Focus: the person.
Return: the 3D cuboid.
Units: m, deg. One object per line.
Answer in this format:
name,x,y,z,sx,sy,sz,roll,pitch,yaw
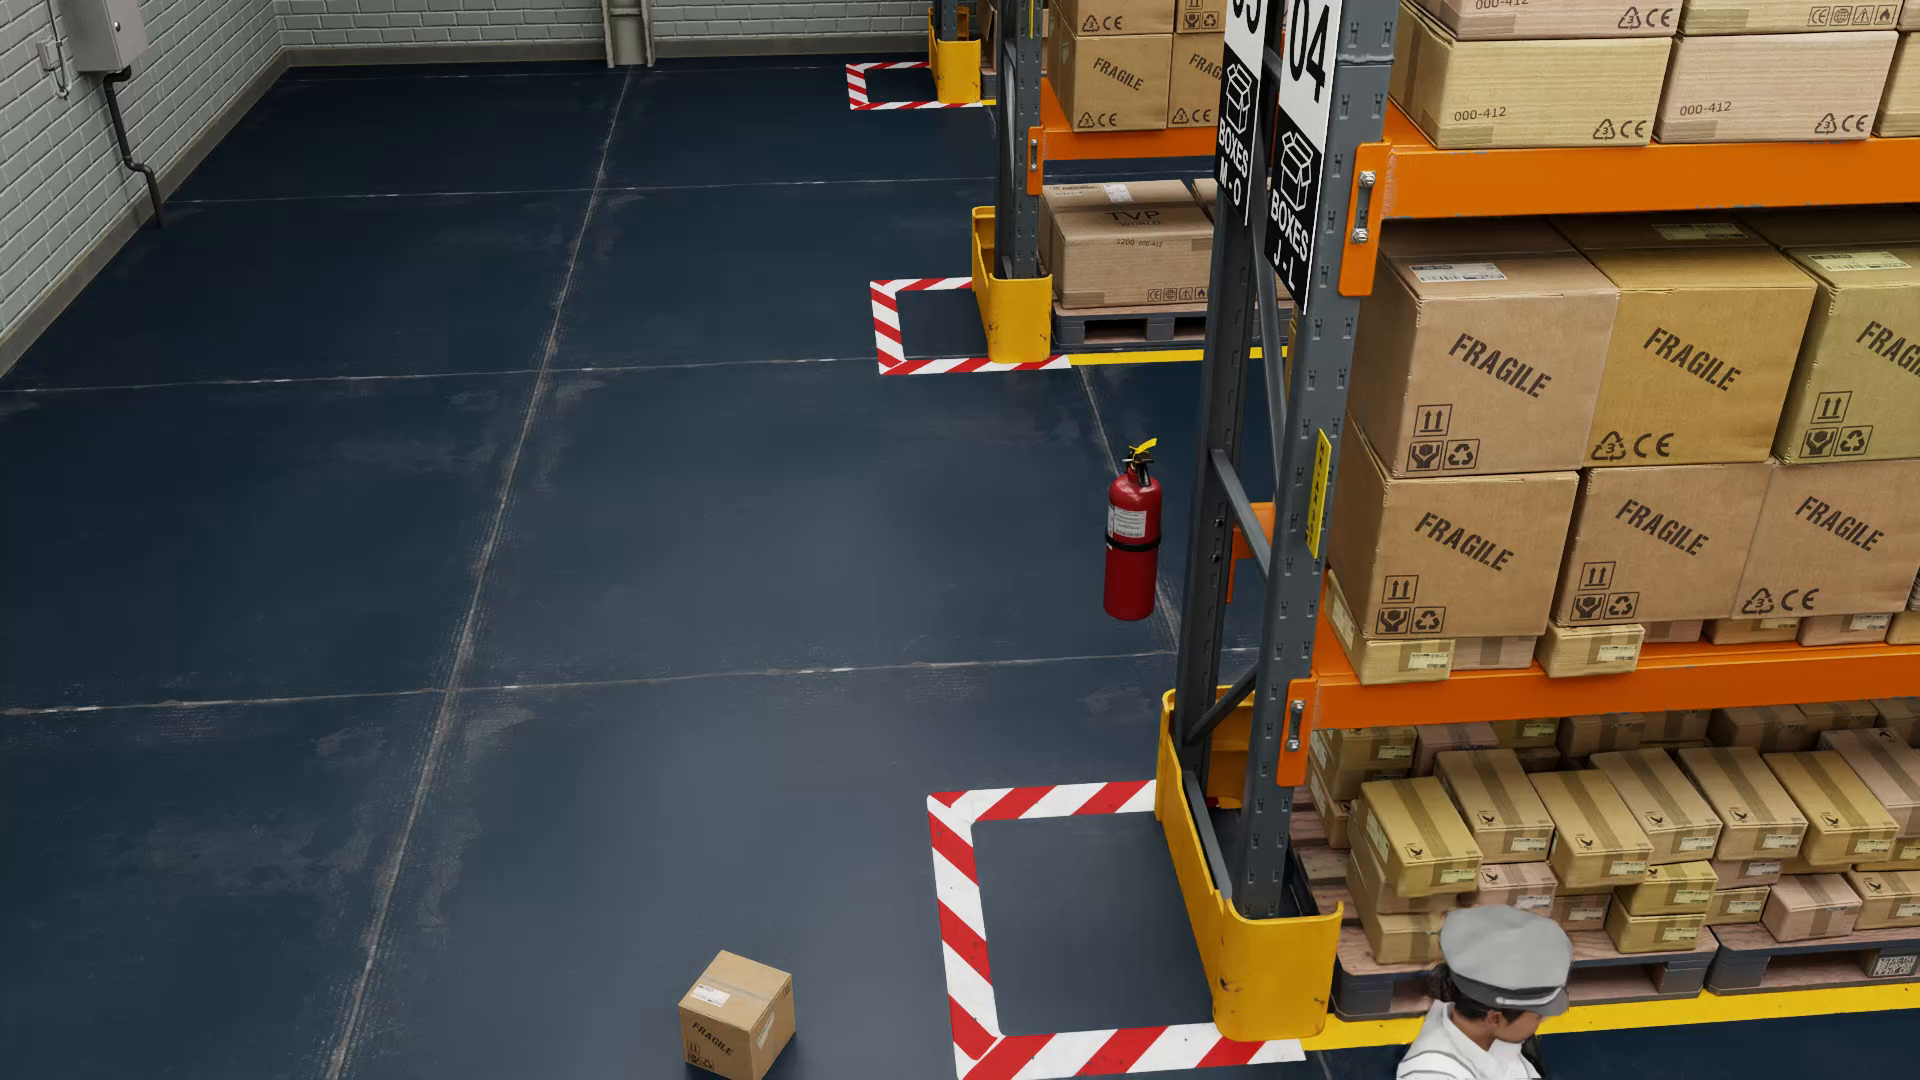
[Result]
person,1.019,1.482,3.646,0.482,1.658,0.504,19,36,28
